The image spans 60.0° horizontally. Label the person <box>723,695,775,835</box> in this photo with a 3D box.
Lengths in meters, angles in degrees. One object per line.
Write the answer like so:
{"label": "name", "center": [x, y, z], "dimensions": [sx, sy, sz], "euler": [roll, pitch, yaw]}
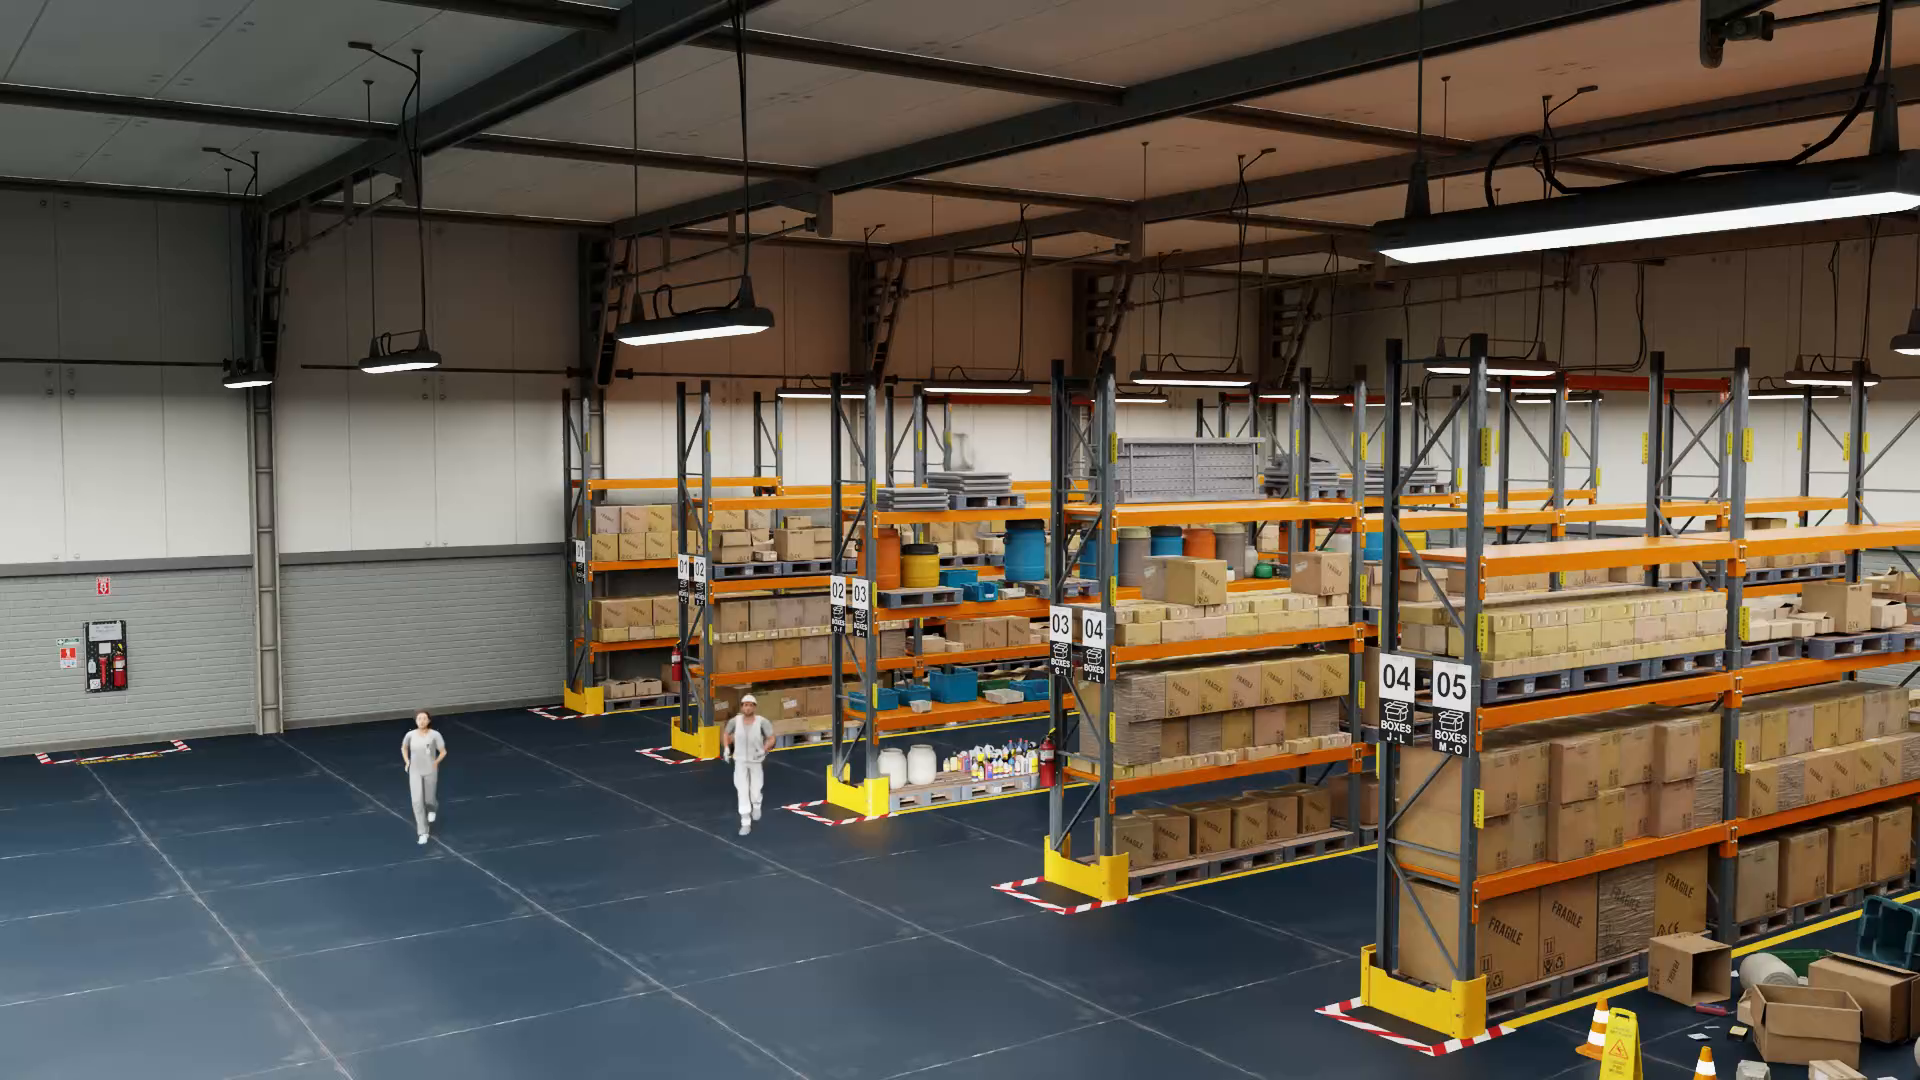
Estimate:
{"label": "person", "center": [-2.750, 2.886, 21.650], "dimensions": [0.689, 1.765, 0.827], "euler": [0, 4, -1]}

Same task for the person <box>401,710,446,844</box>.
{"label": "person", "center": [-6.856, 2.987, 21.258], "dimensions": [0.566, 1.660, 0.818], "euler": [-1, 4, -11]}
